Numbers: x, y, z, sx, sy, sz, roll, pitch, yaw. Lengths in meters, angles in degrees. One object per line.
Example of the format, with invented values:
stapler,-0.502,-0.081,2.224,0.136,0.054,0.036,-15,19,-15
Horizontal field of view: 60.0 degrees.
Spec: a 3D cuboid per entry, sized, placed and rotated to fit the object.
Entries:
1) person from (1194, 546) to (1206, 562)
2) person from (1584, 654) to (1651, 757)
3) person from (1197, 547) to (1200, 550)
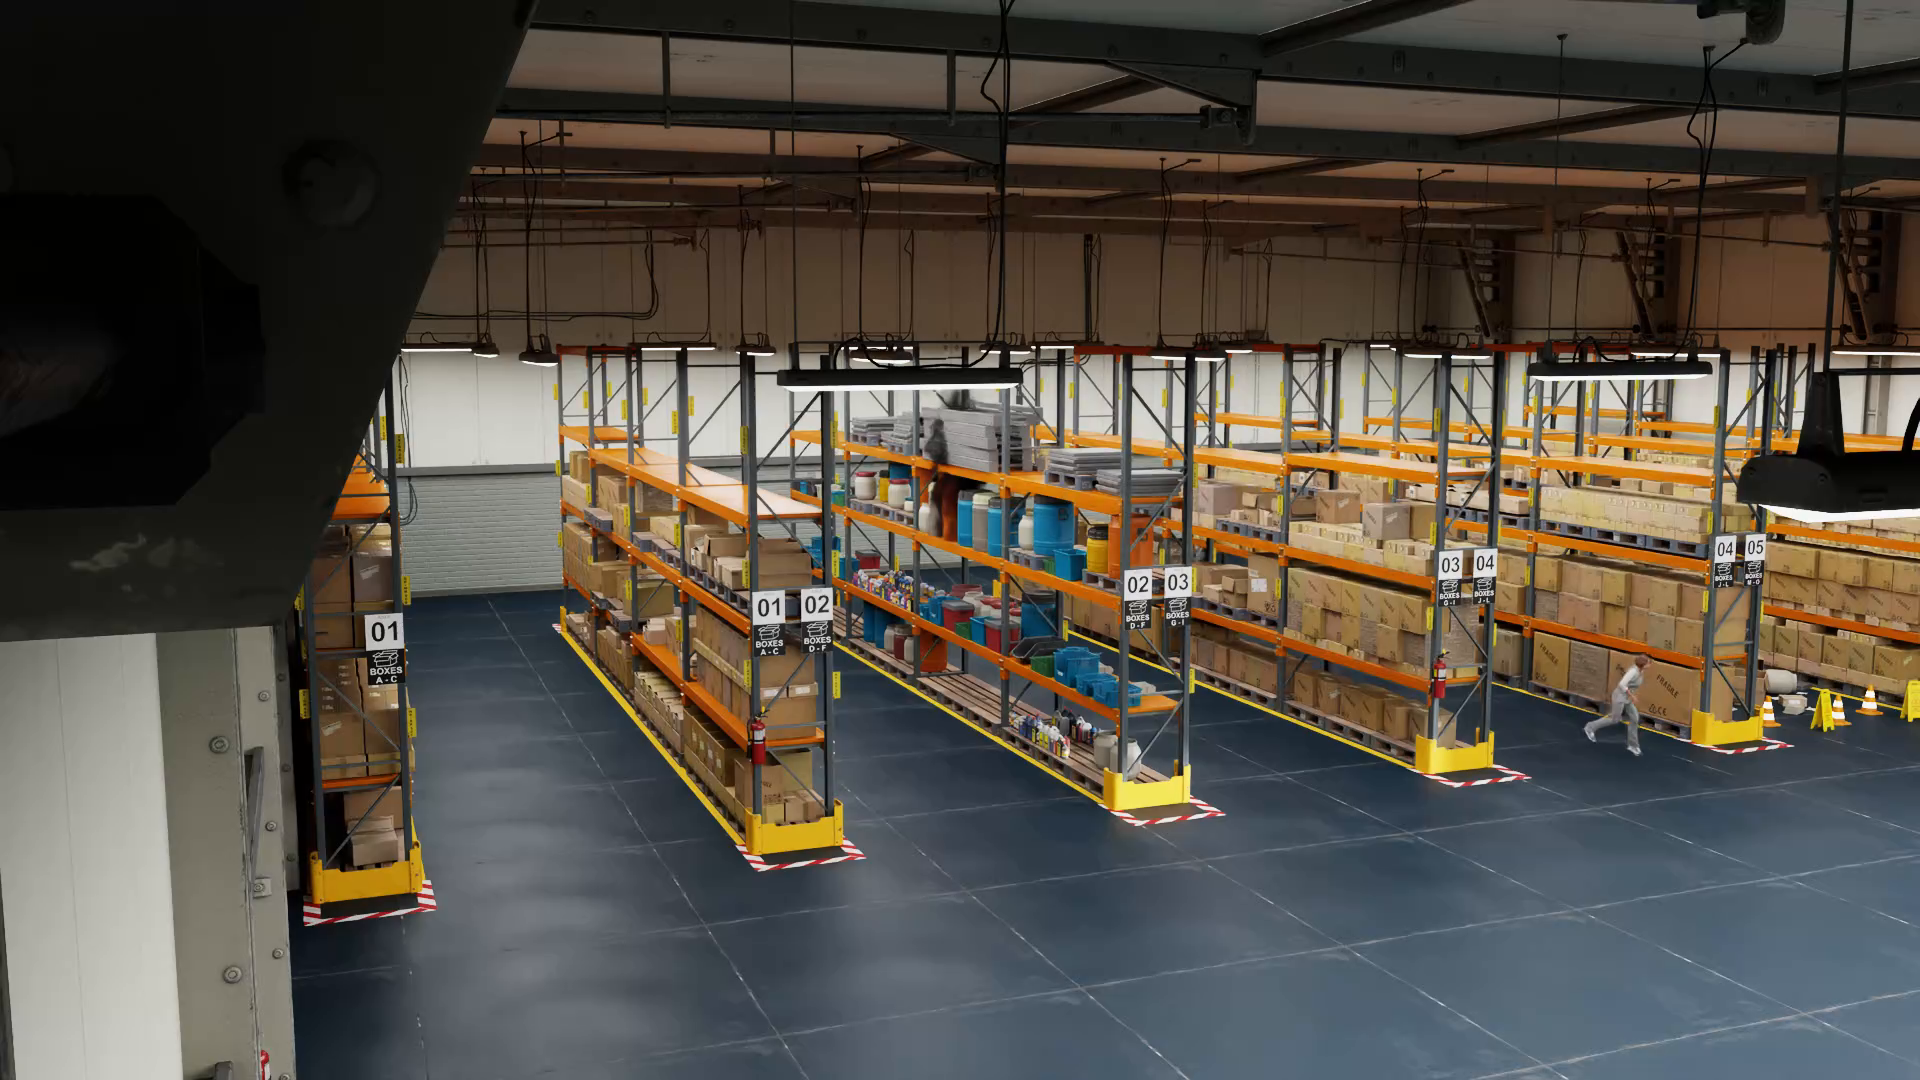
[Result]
person,6.131,0.188,41.730,0.517,1.704,0.713,3,8,21
person,9.861,2.454,24.957,0.903,1.506,0.553,5,9,35
person,6.406,0.042,42.803,0.710,1.736,0.678,7,10,42
